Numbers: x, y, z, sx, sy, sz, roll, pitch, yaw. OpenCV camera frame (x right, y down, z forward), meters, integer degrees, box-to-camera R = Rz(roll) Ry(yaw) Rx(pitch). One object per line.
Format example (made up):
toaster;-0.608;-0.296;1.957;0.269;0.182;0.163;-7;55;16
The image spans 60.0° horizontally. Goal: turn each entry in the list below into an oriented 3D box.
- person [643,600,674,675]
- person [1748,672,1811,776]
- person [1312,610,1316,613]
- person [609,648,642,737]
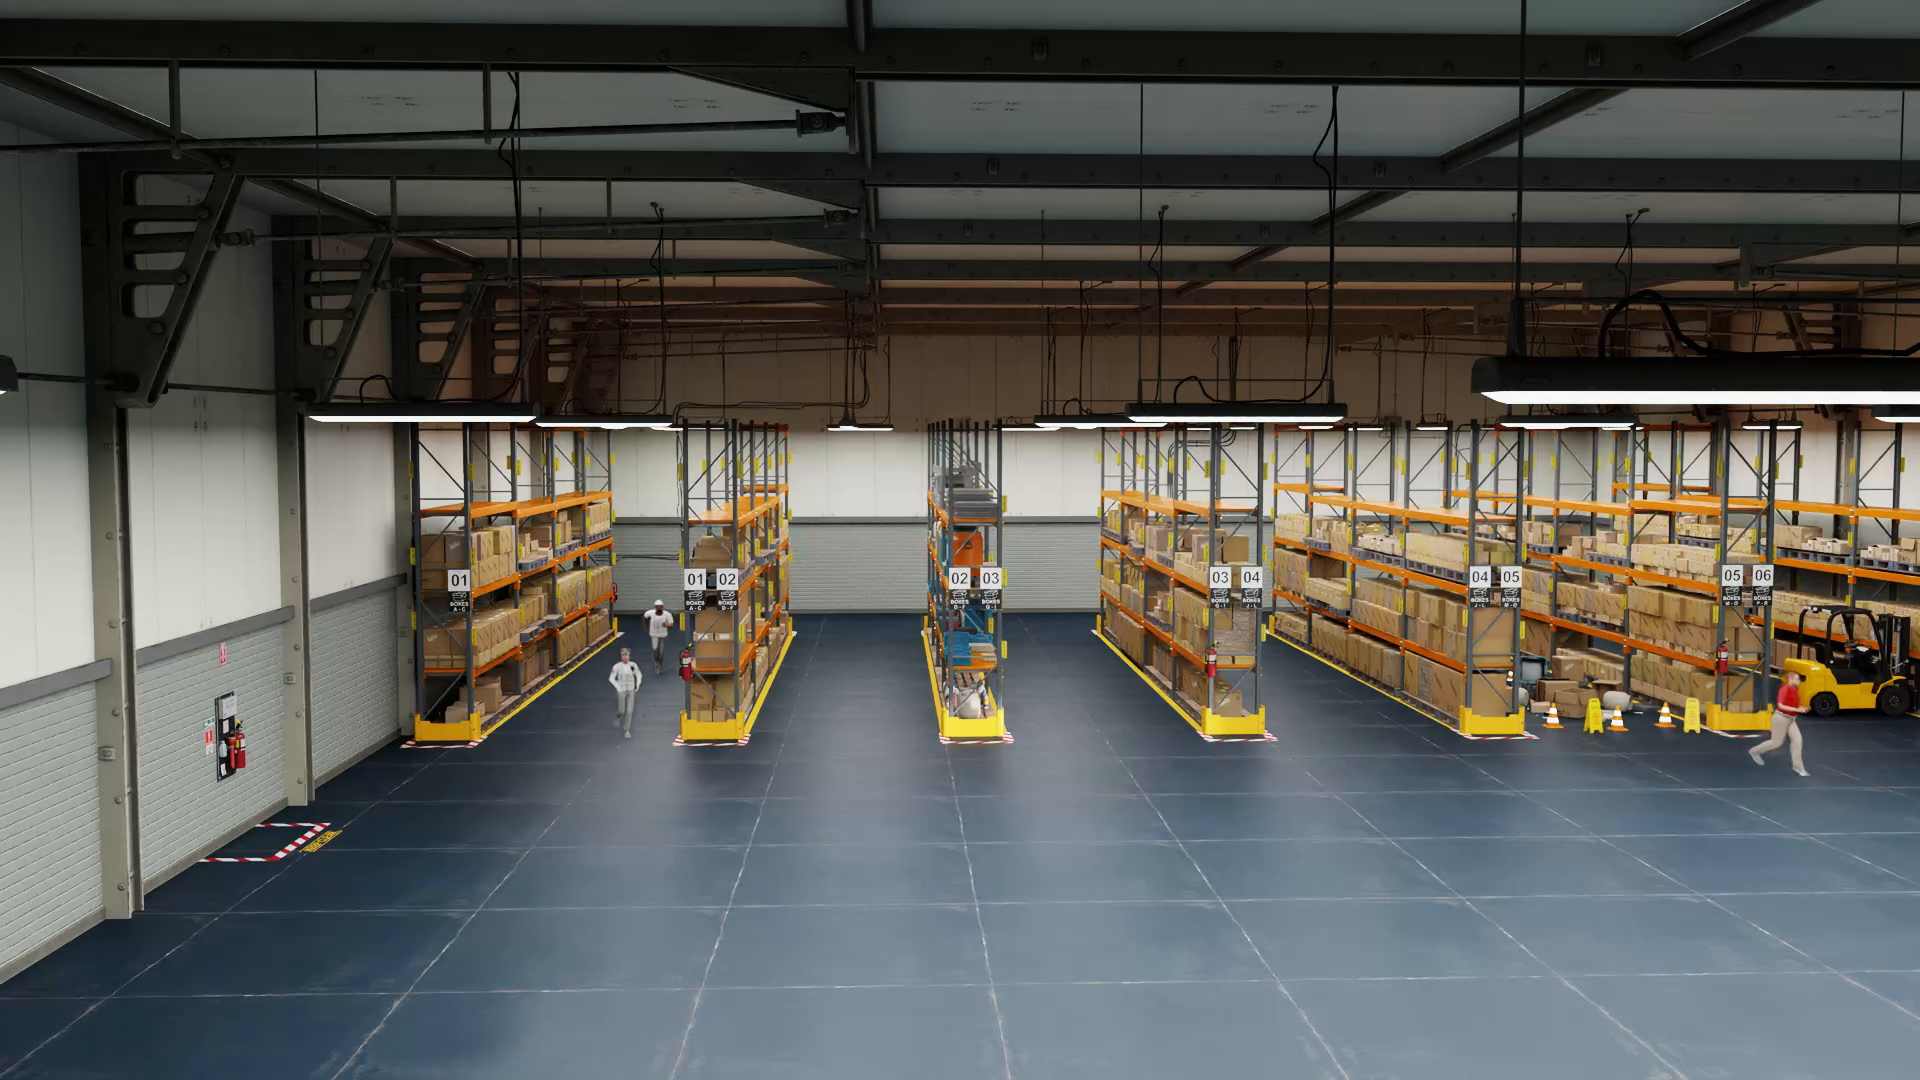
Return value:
person;-7.195;2.313;39.662;0.729;1.785;0.835;-1;4;-10
person;13.884;3.088;28.115;0.997;1.749;0.695;4;5;44
person;10.314;1.808;48.790;0.500;1.597;0.678;3;5;41
person;-6.356;2.877;31.650;0.623;1.687;0.692;-1;4;-20
